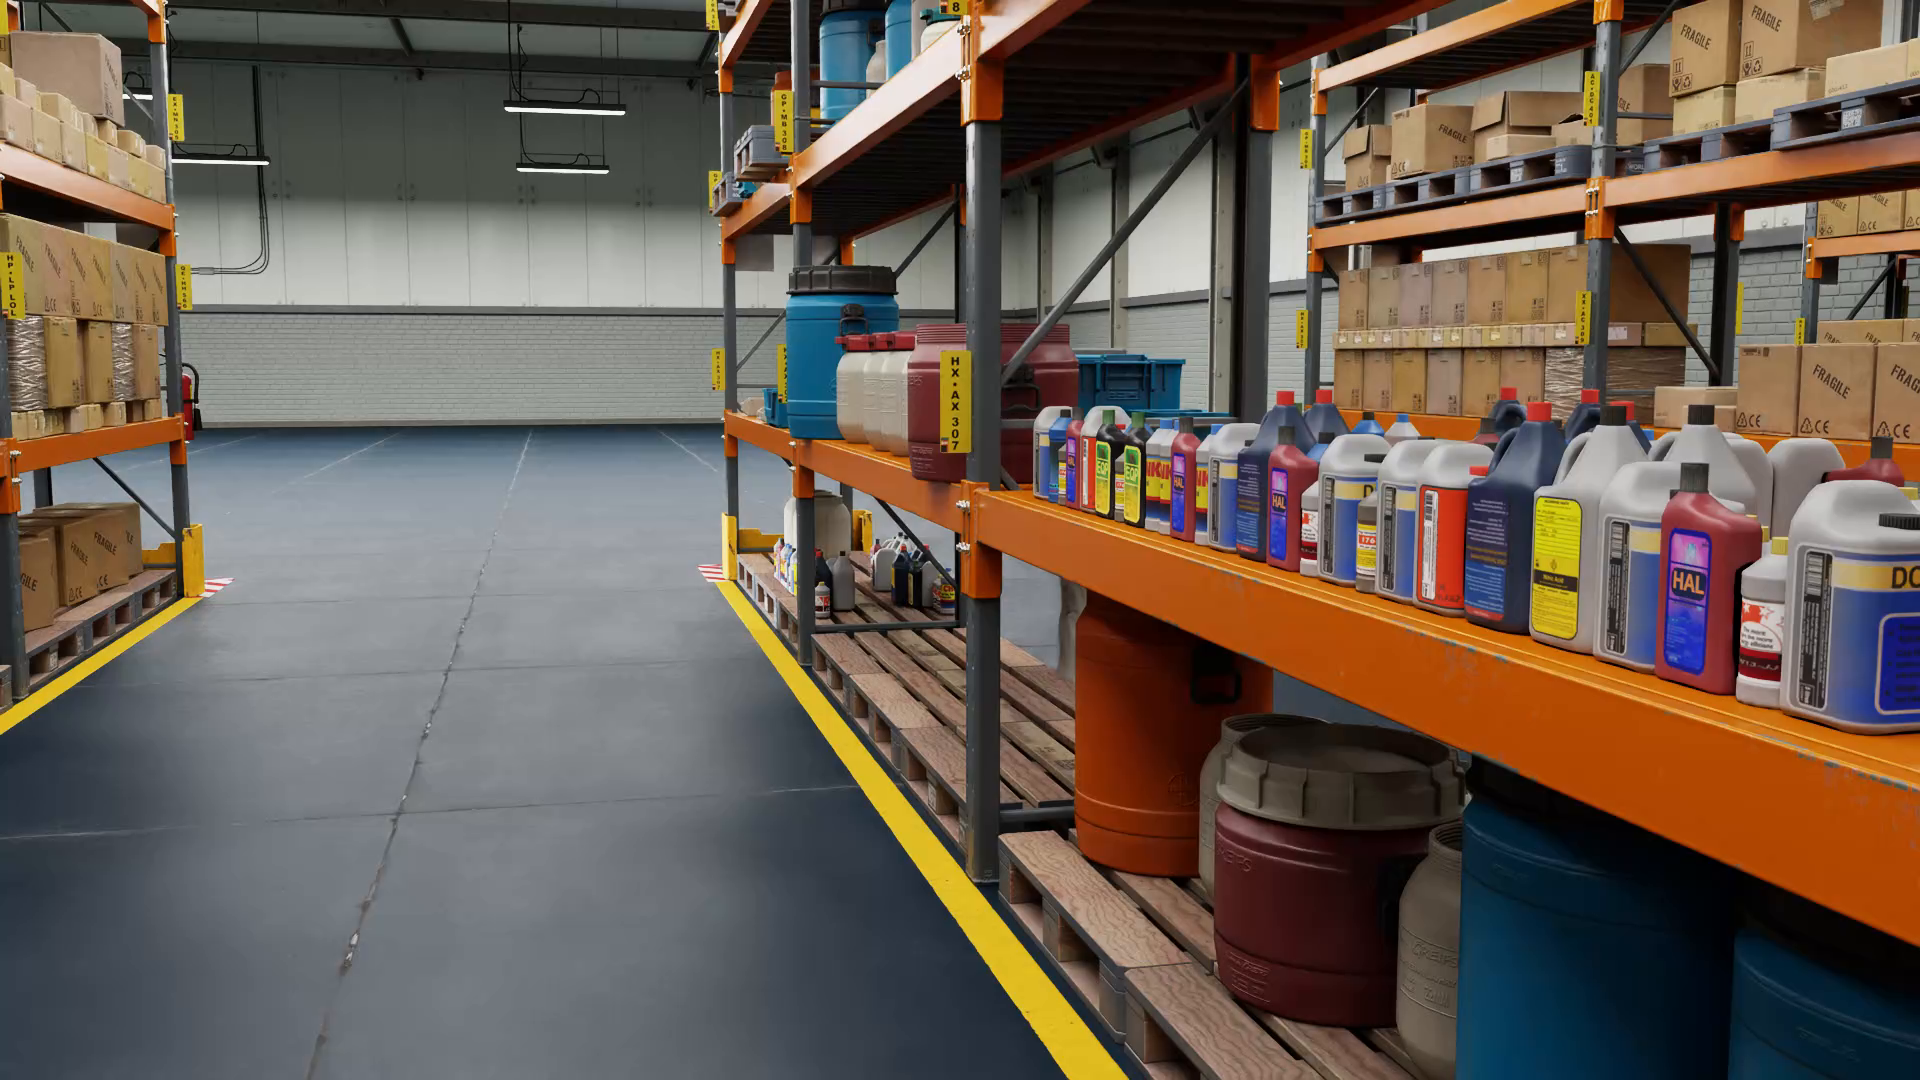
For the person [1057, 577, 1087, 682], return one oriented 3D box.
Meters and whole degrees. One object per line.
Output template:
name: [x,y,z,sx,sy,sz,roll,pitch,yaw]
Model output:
person: [0.624,0.002,8.002,0.446,1.675,0.549,-3,7,-25]
